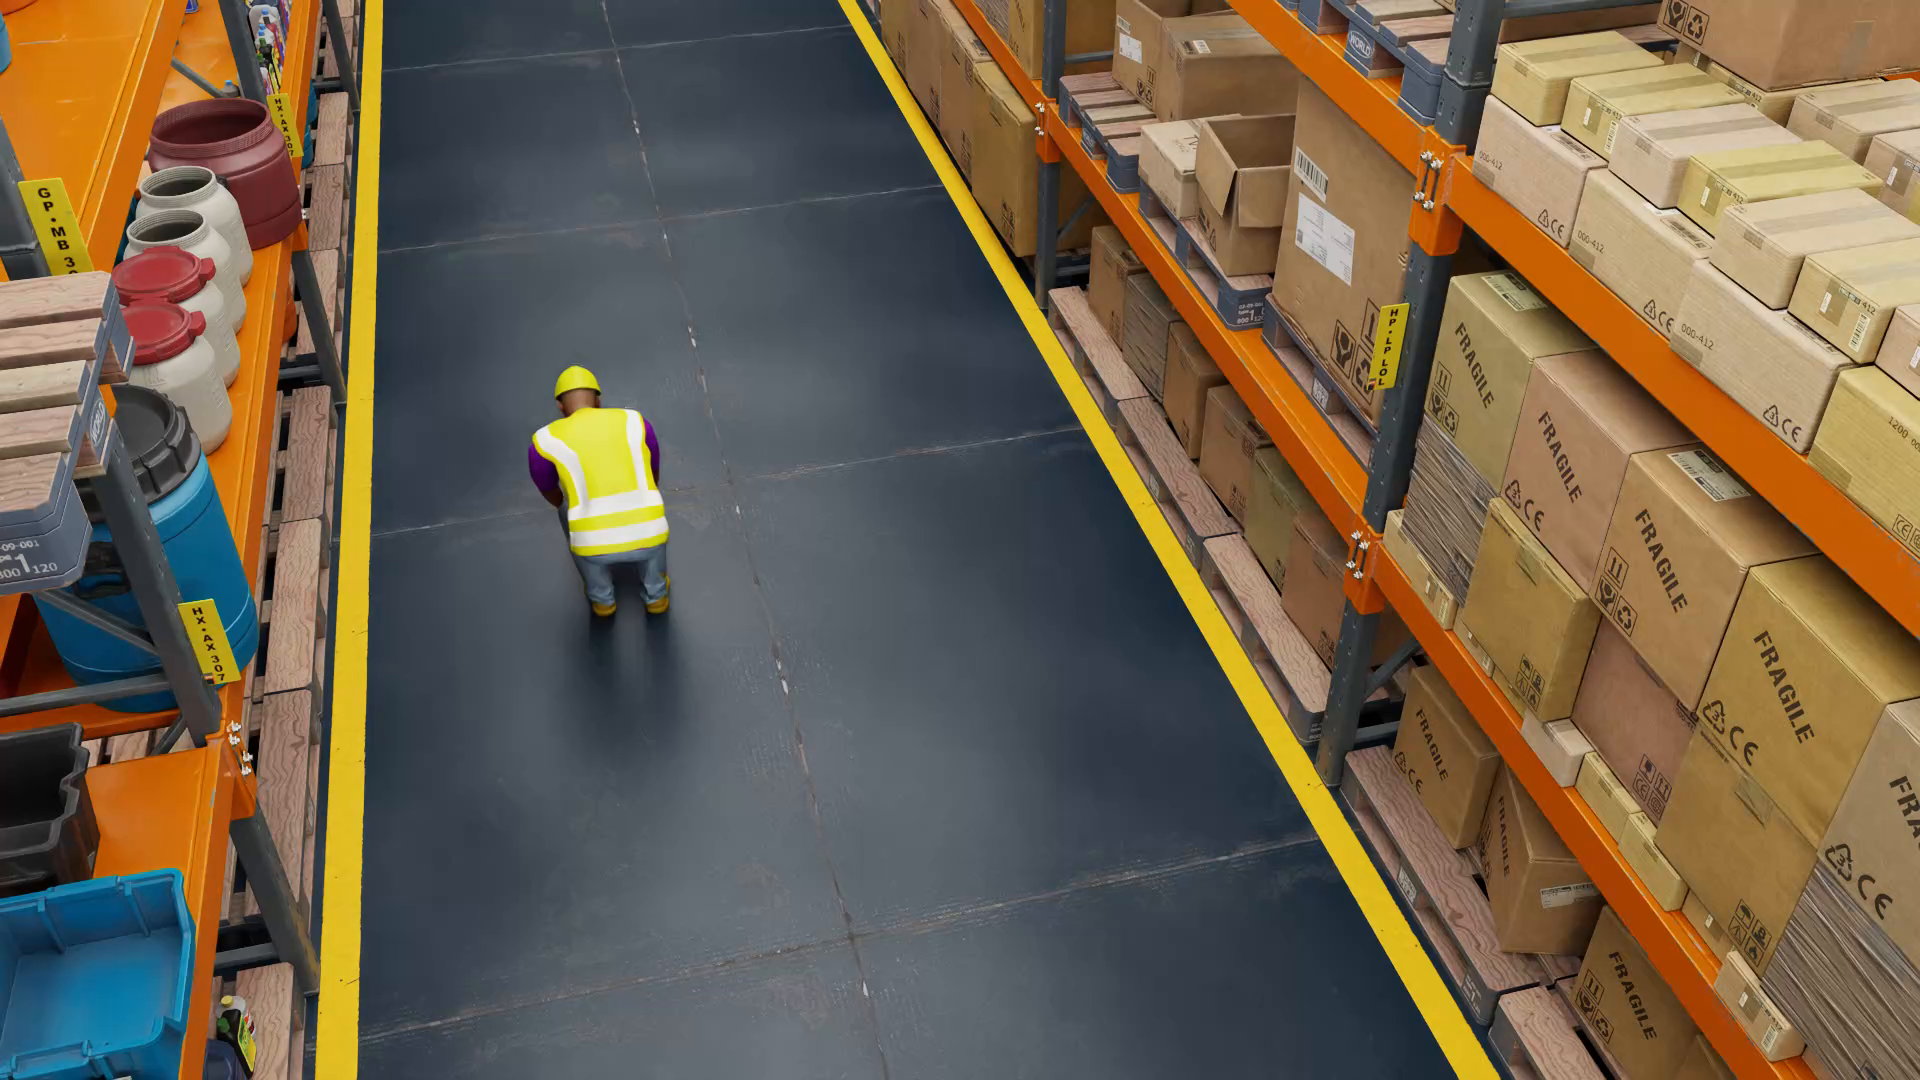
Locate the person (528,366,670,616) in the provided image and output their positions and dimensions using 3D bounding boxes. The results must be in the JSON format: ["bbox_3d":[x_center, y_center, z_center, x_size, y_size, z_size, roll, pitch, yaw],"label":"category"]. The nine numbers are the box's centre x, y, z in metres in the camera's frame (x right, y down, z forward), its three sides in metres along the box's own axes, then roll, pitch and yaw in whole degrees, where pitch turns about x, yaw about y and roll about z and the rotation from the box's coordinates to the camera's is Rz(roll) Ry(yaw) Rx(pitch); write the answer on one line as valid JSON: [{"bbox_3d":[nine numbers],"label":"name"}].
[{"bbox_3d":[-1.625,-0.190,7.544,0.583,1.027,0.895,-10,39,-12],"label":"person"}]
